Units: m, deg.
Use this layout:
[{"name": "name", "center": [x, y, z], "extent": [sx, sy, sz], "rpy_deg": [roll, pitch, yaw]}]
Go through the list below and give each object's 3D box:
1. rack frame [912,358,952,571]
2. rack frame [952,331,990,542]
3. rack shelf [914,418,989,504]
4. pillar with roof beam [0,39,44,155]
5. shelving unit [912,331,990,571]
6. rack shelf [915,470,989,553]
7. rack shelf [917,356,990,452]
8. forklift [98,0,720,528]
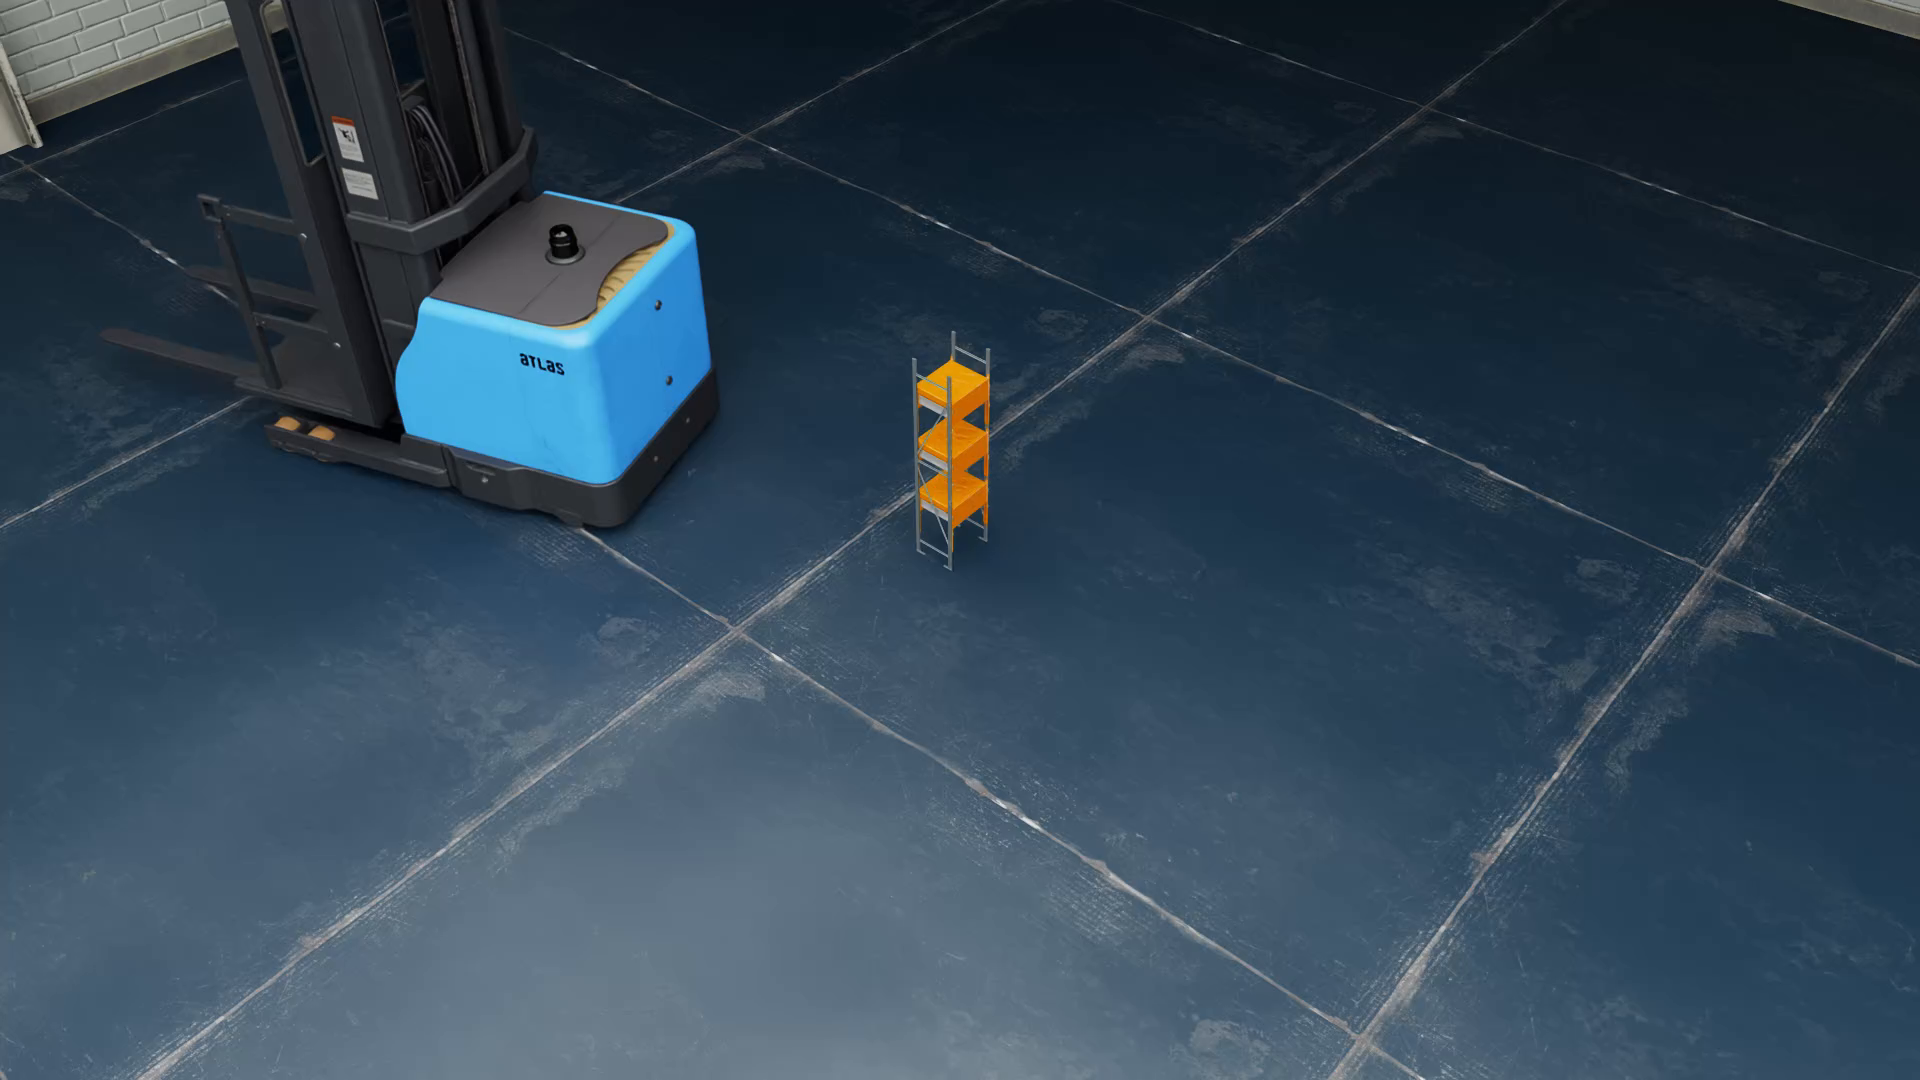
[{"name": "rack frame", "center": [-0.113, -0.298, 6.980], "extent": [0.200, 1.050, 0.008], "rpy_deg": [29, 50, 28]}, {"name": "rack frame", "center": [0.044, -0.424, 7.118], "extent": [0.200, 1.050, 0.008], "rpy_deg": [29, 50, 28]}, {"name": "rack shelf", "center": [-0.034, -0.353, 7.056], "extent": [0.215, 0.259, 0.240], "rpy_deg": [29, 50, 28]}, {"name": "pillar with roof beam", "center": [-2.490, -3.821, 4.945], "extent": [9.100, 9.000, 0.400], "rpy_deg": [29, 50, 28]}, {"name": "shelving unit", "center": [-0.034, -0.361, 7.049], "extent": [0.215, 1.050, 0.252], "rpy_deg": [29, 50, 28]}, {"name": "rack shelf", "center": [-0.034, -0.147, 7.243], "extent": [0.215, 0.259, 0.240], "rpy_deg": [29, 50, 28]}, {"name": "rack shelf", "center": [-0.034, -0.563, 6.865], "extent": [0.215, 0.259, 0.240], "rpy_deg": [29, 50, 28]}, {"name": "forklift", "center": [-2.731, -1.767, 7.197], "extent": [3.031, 2.935, 1.130], "rpy_deg": [15, 44, 16]}]
